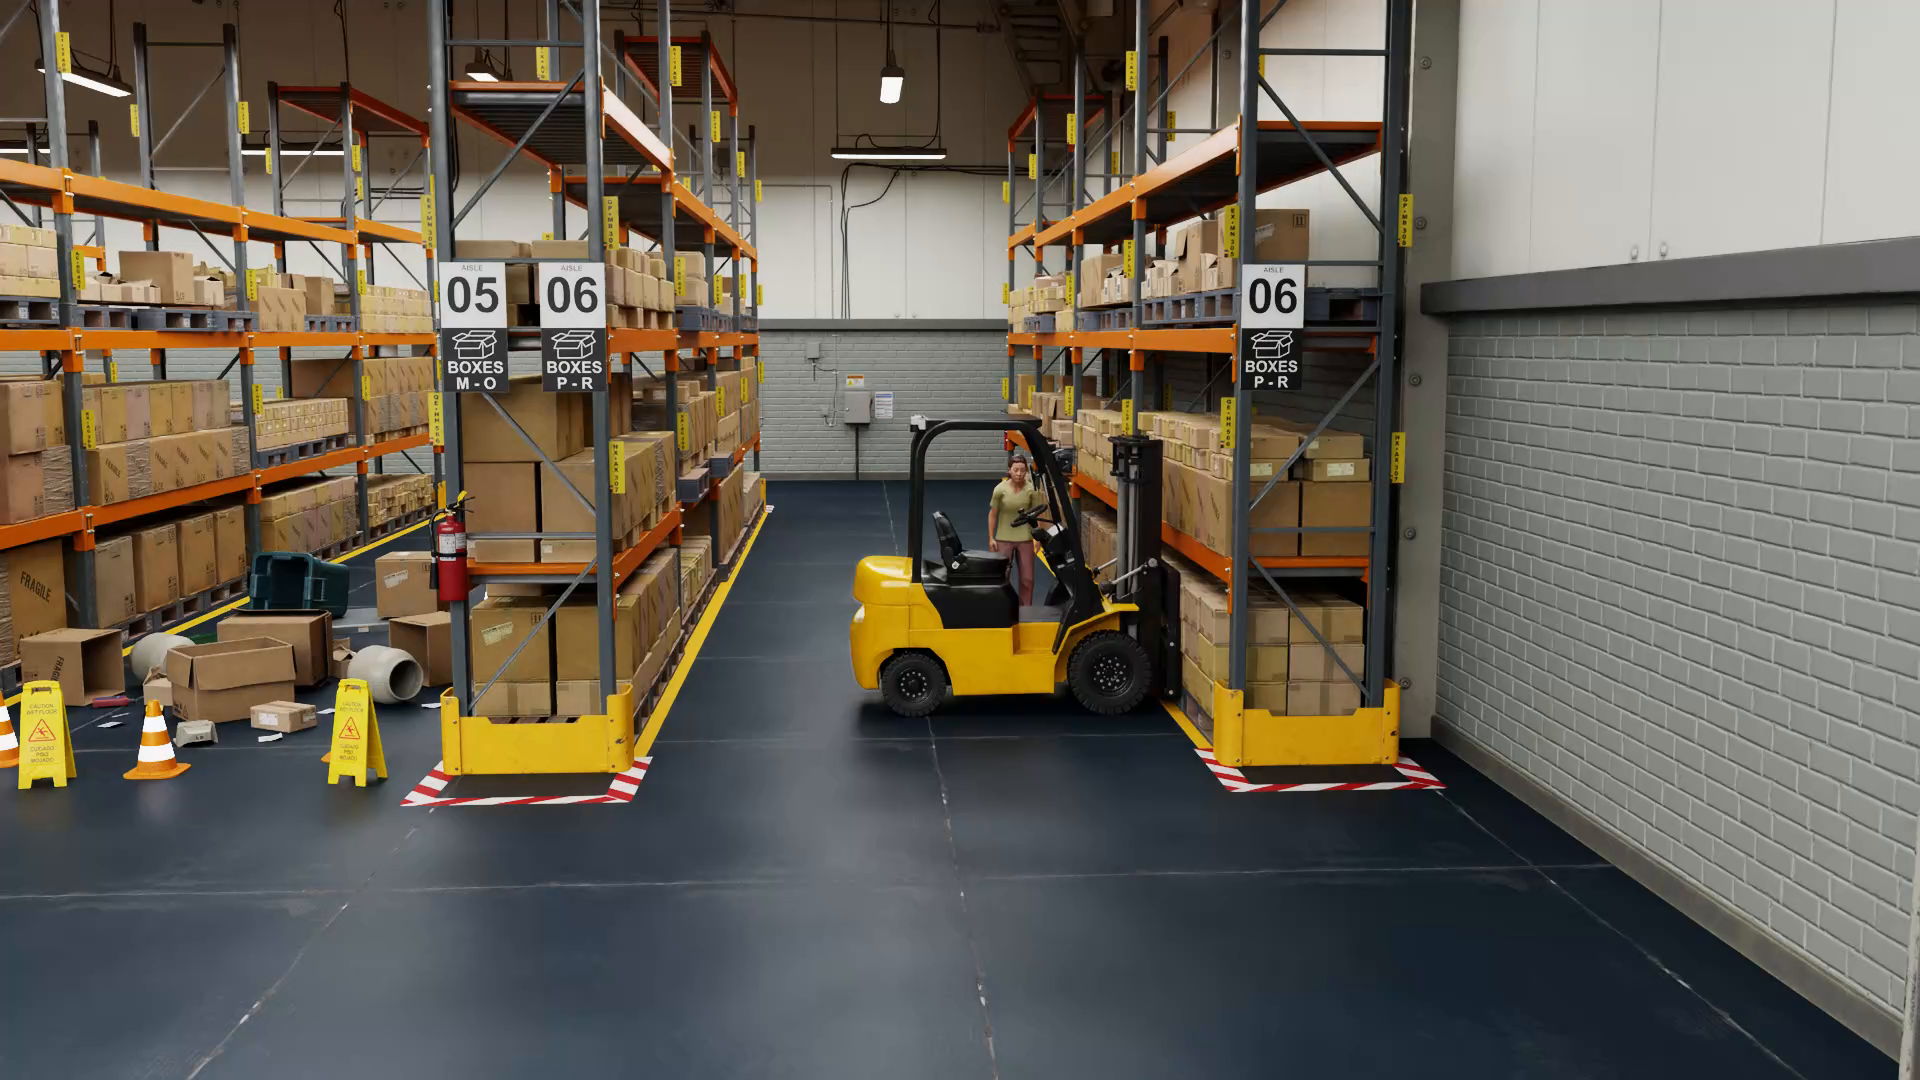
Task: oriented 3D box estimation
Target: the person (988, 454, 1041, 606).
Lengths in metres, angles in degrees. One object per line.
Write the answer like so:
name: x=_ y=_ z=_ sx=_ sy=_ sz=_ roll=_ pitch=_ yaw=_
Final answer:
person: x=0.515 y=0.030 z=15.511 sx=0.496 sy=1.672 sz=0.358 roll=-1 pitch=7 yaw=-4
